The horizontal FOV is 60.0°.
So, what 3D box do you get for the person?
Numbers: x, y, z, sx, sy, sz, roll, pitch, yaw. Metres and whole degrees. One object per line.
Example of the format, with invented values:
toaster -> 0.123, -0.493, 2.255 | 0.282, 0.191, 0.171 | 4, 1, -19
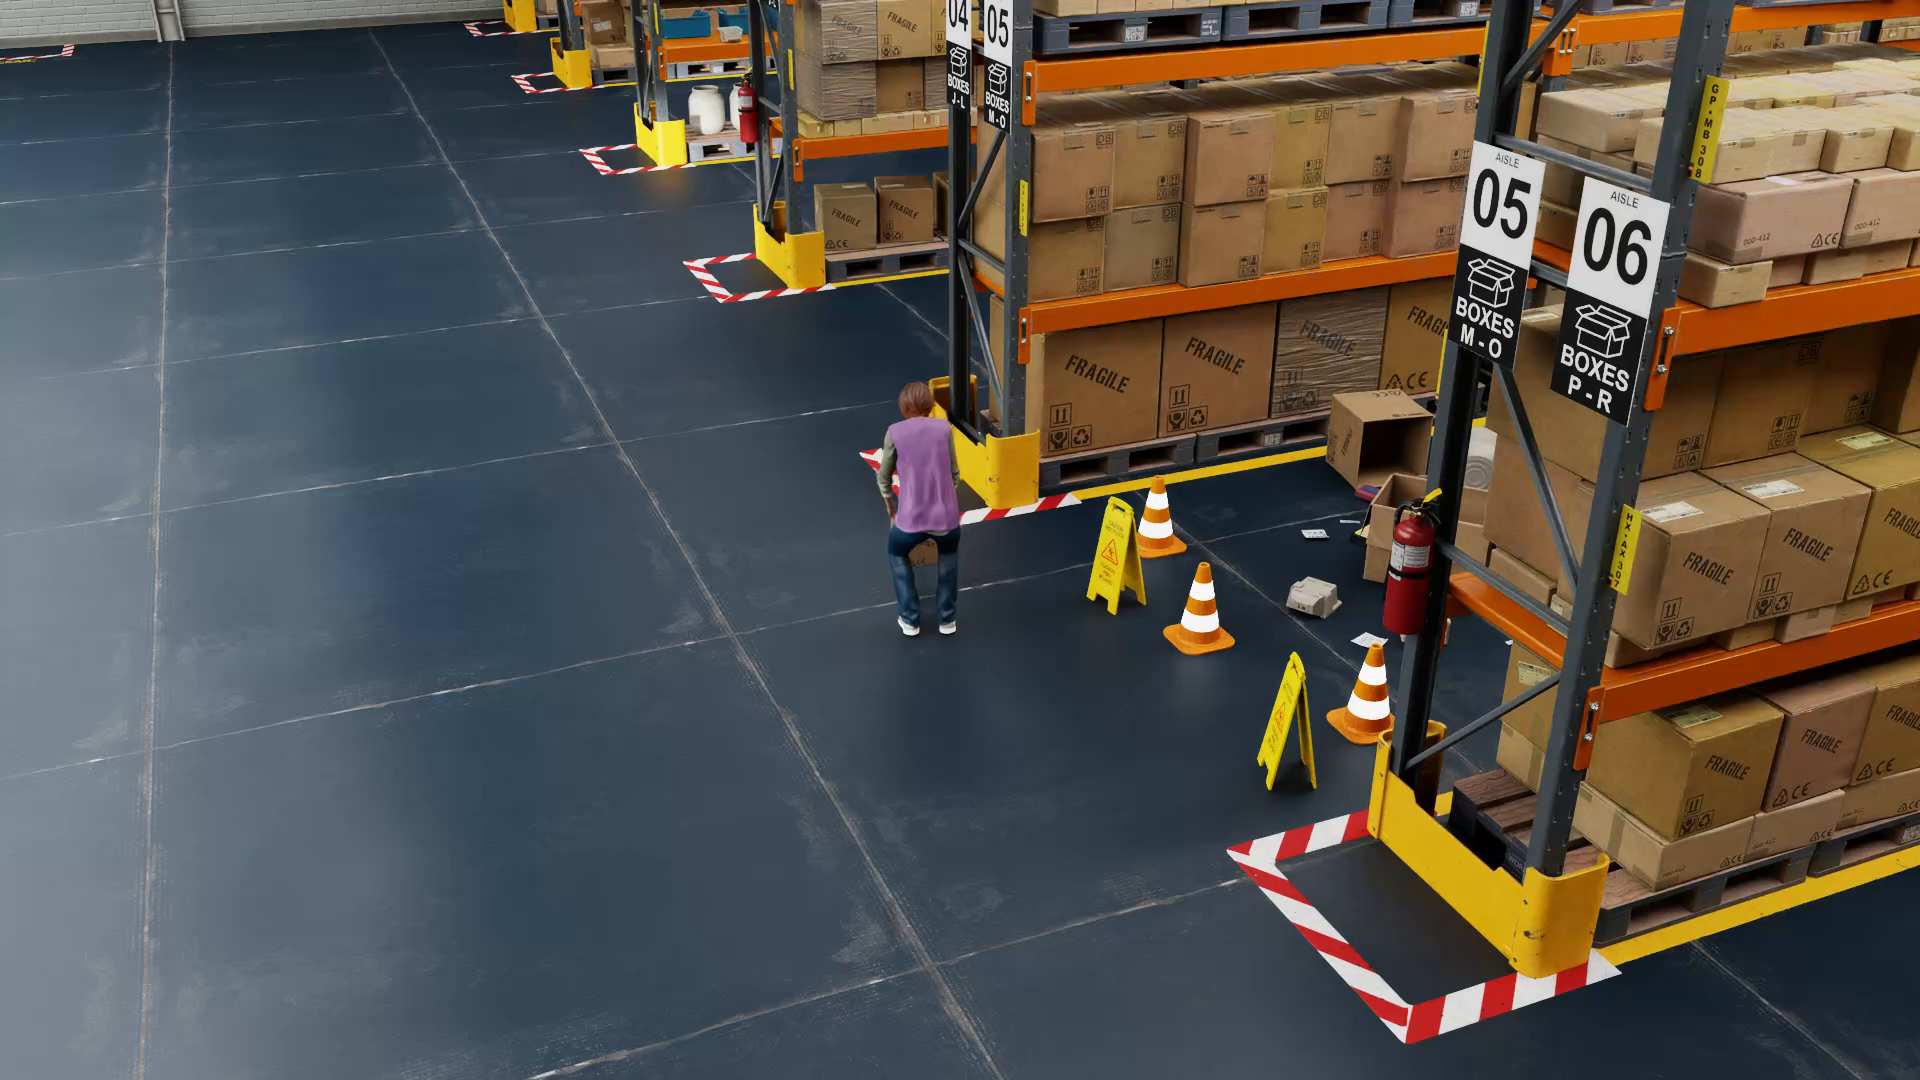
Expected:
person -> -0.220, -0.144, 9.150 | 0.458, 1.400, 0.581 | -3, 26, -5
